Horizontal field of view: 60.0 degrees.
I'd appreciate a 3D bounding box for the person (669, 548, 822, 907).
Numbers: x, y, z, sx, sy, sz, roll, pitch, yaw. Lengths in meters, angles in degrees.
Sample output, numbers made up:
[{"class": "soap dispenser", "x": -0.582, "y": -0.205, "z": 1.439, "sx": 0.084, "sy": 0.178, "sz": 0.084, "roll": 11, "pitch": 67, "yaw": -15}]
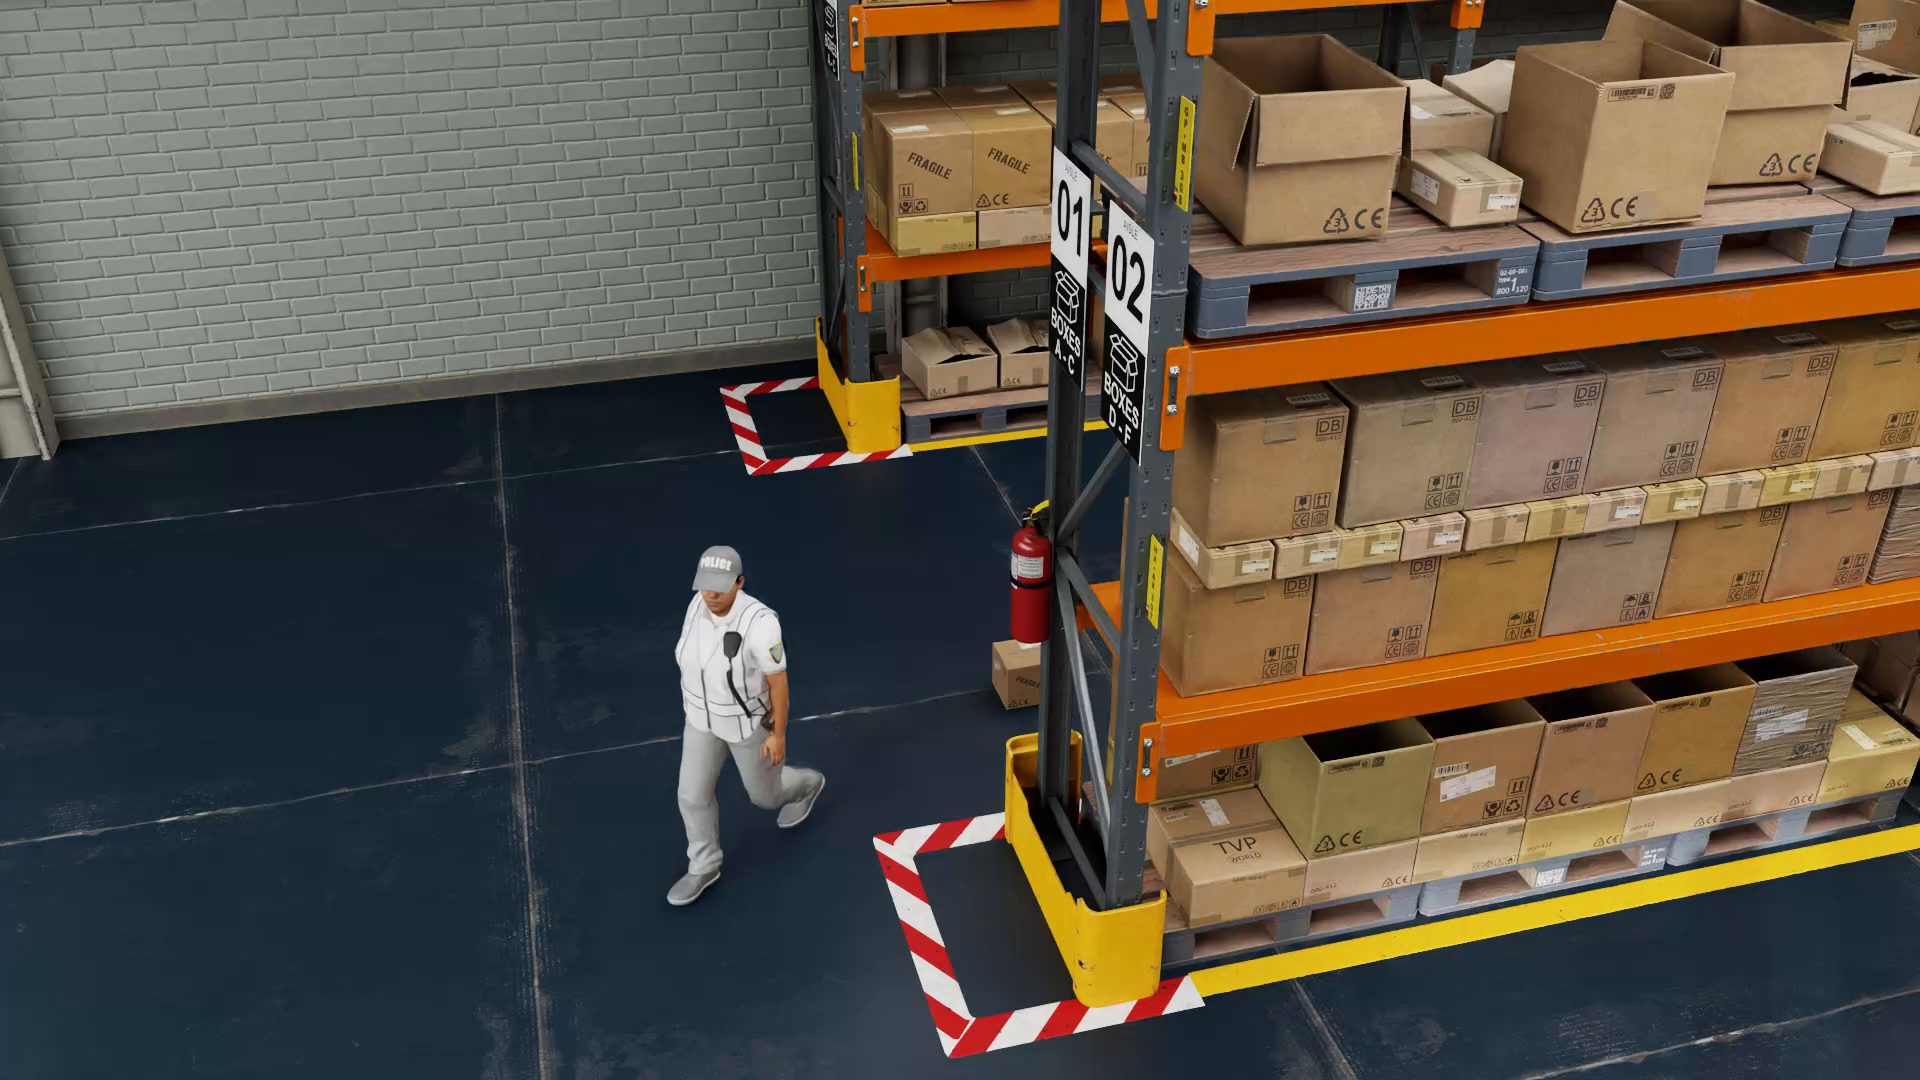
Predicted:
[{"class": "person", "x": -0.924, "y": 0.731, "z": 6.976, "sx": 0.493, "sy": 1.630, "sz": 0.843, "roll": 15, "pitch": 33, "yaw": 23}]
